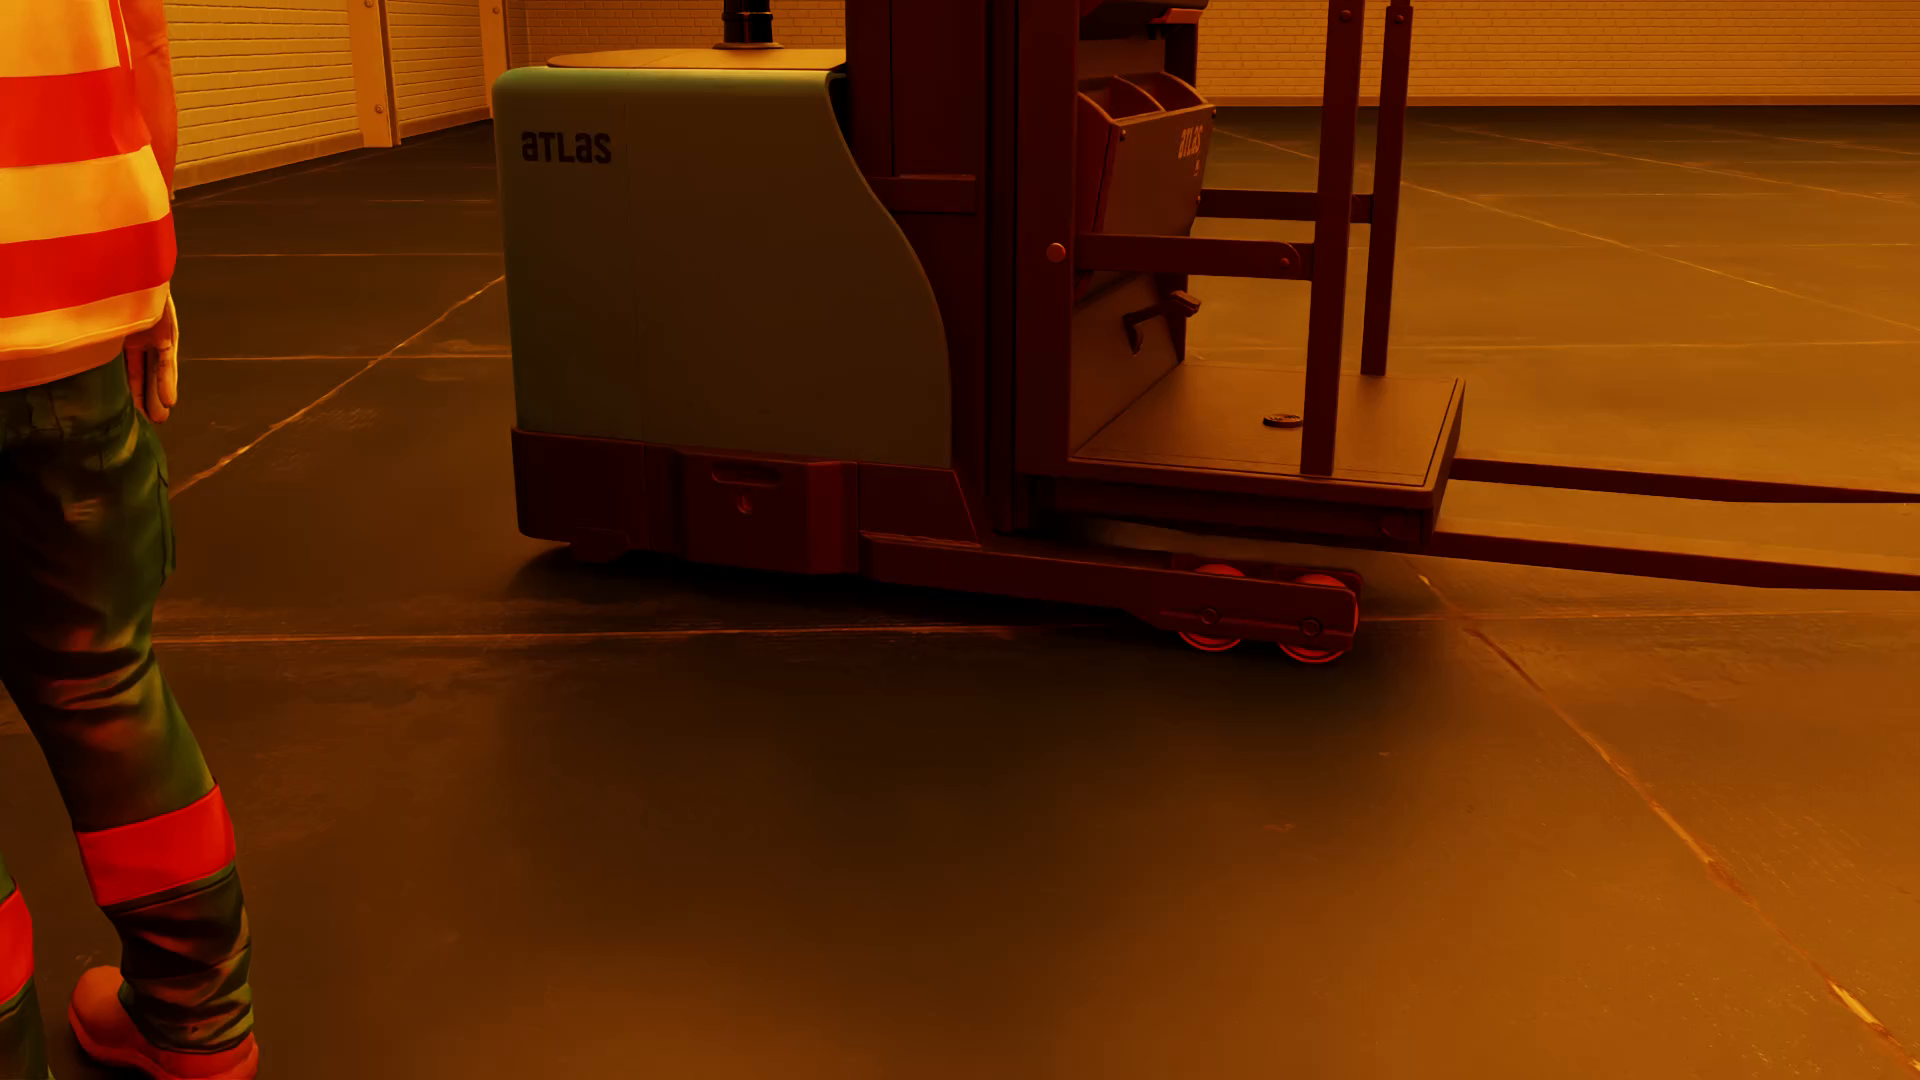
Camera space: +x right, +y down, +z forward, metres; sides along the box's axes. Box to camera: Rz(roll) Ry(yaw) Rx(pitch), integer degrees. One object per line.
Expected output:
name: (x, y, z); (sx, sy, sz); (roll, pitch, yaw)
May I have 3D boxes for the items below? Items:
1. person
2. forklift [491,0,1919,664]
person: (-0.967, -0.193, 1.517); (0.451, 1.777, 0.618); (6, 18, 19)
forklift: (0.576, -1.343, 3.296); (3.031, 2.935, 1.130); (6, 18, 18)
